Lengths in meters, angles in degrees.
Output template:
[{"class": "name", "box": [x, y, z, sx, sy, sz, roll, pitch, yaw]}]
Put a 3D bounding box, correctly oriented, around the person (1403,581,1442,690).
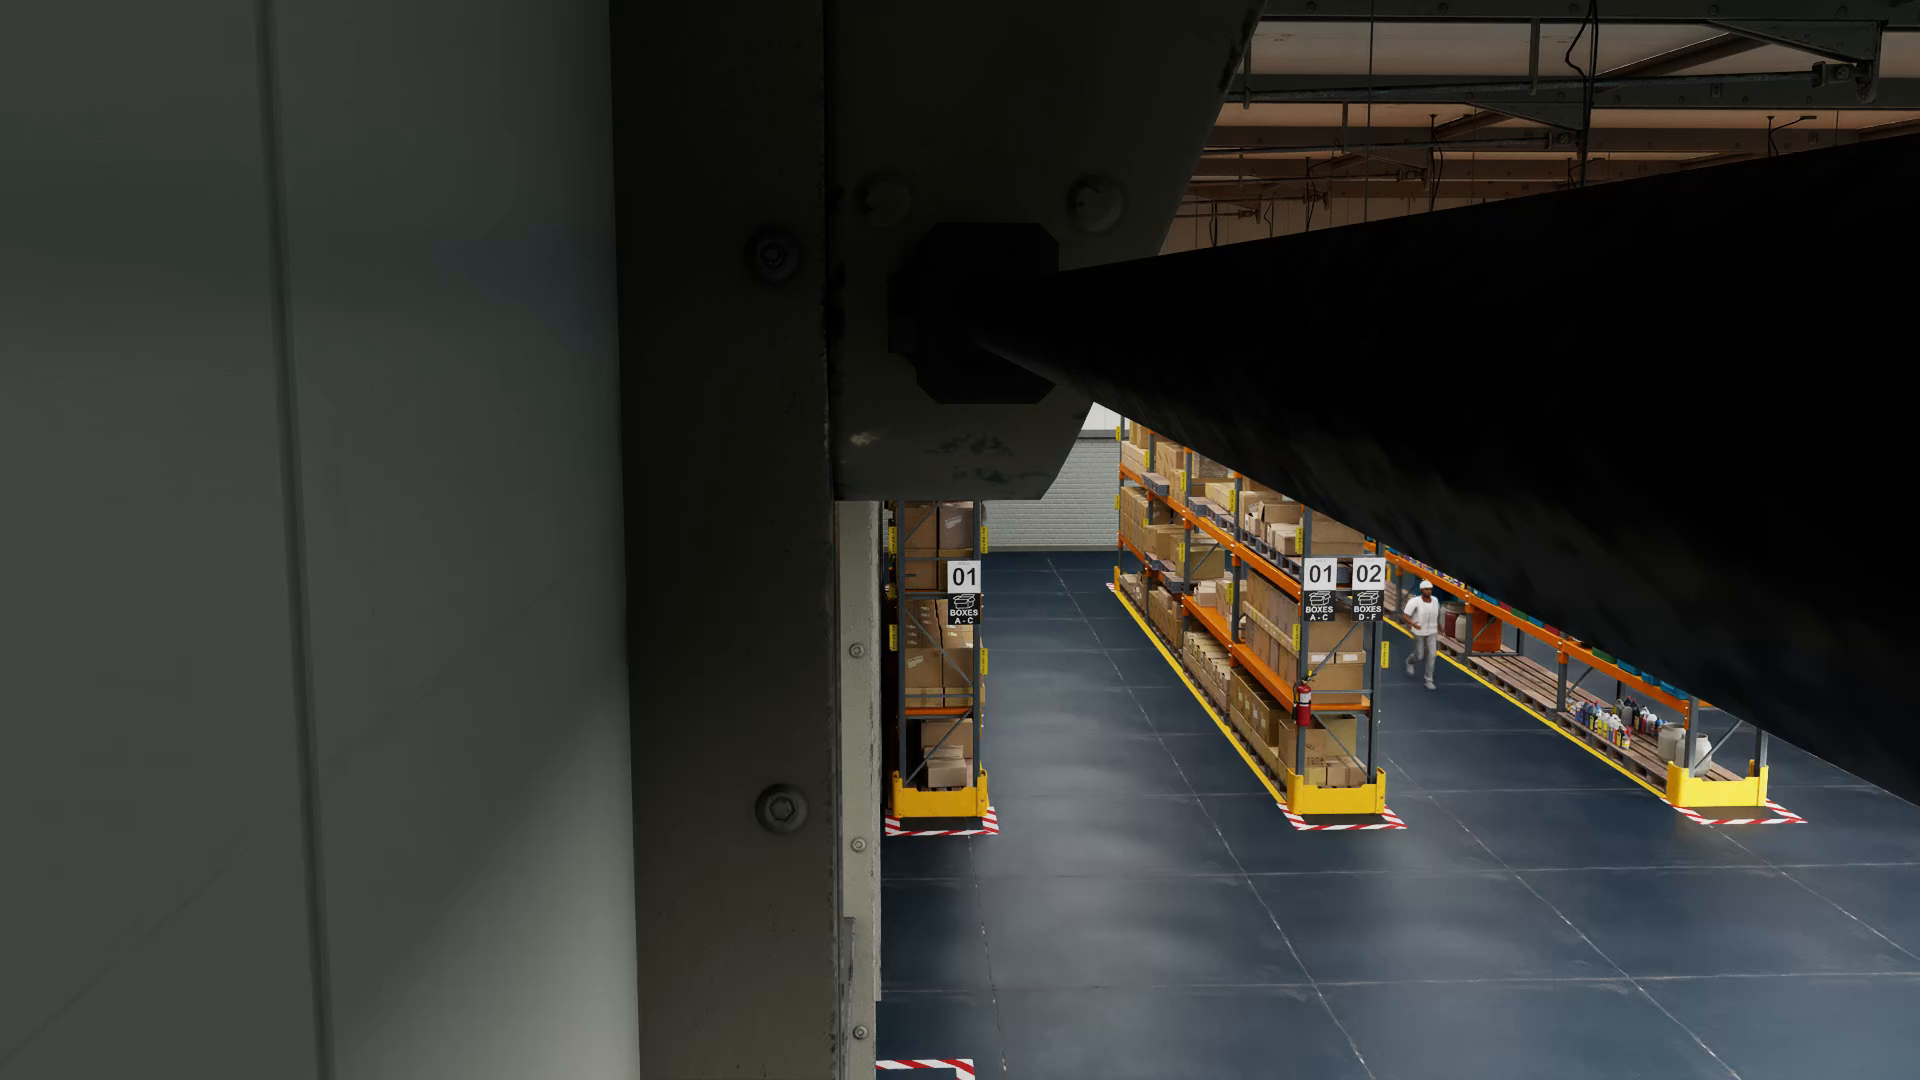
[{"class": "person", "box": [7.638, 1.532, 27.402, 0.696, 1.756, 0.934, -1, 8, -8]}]
